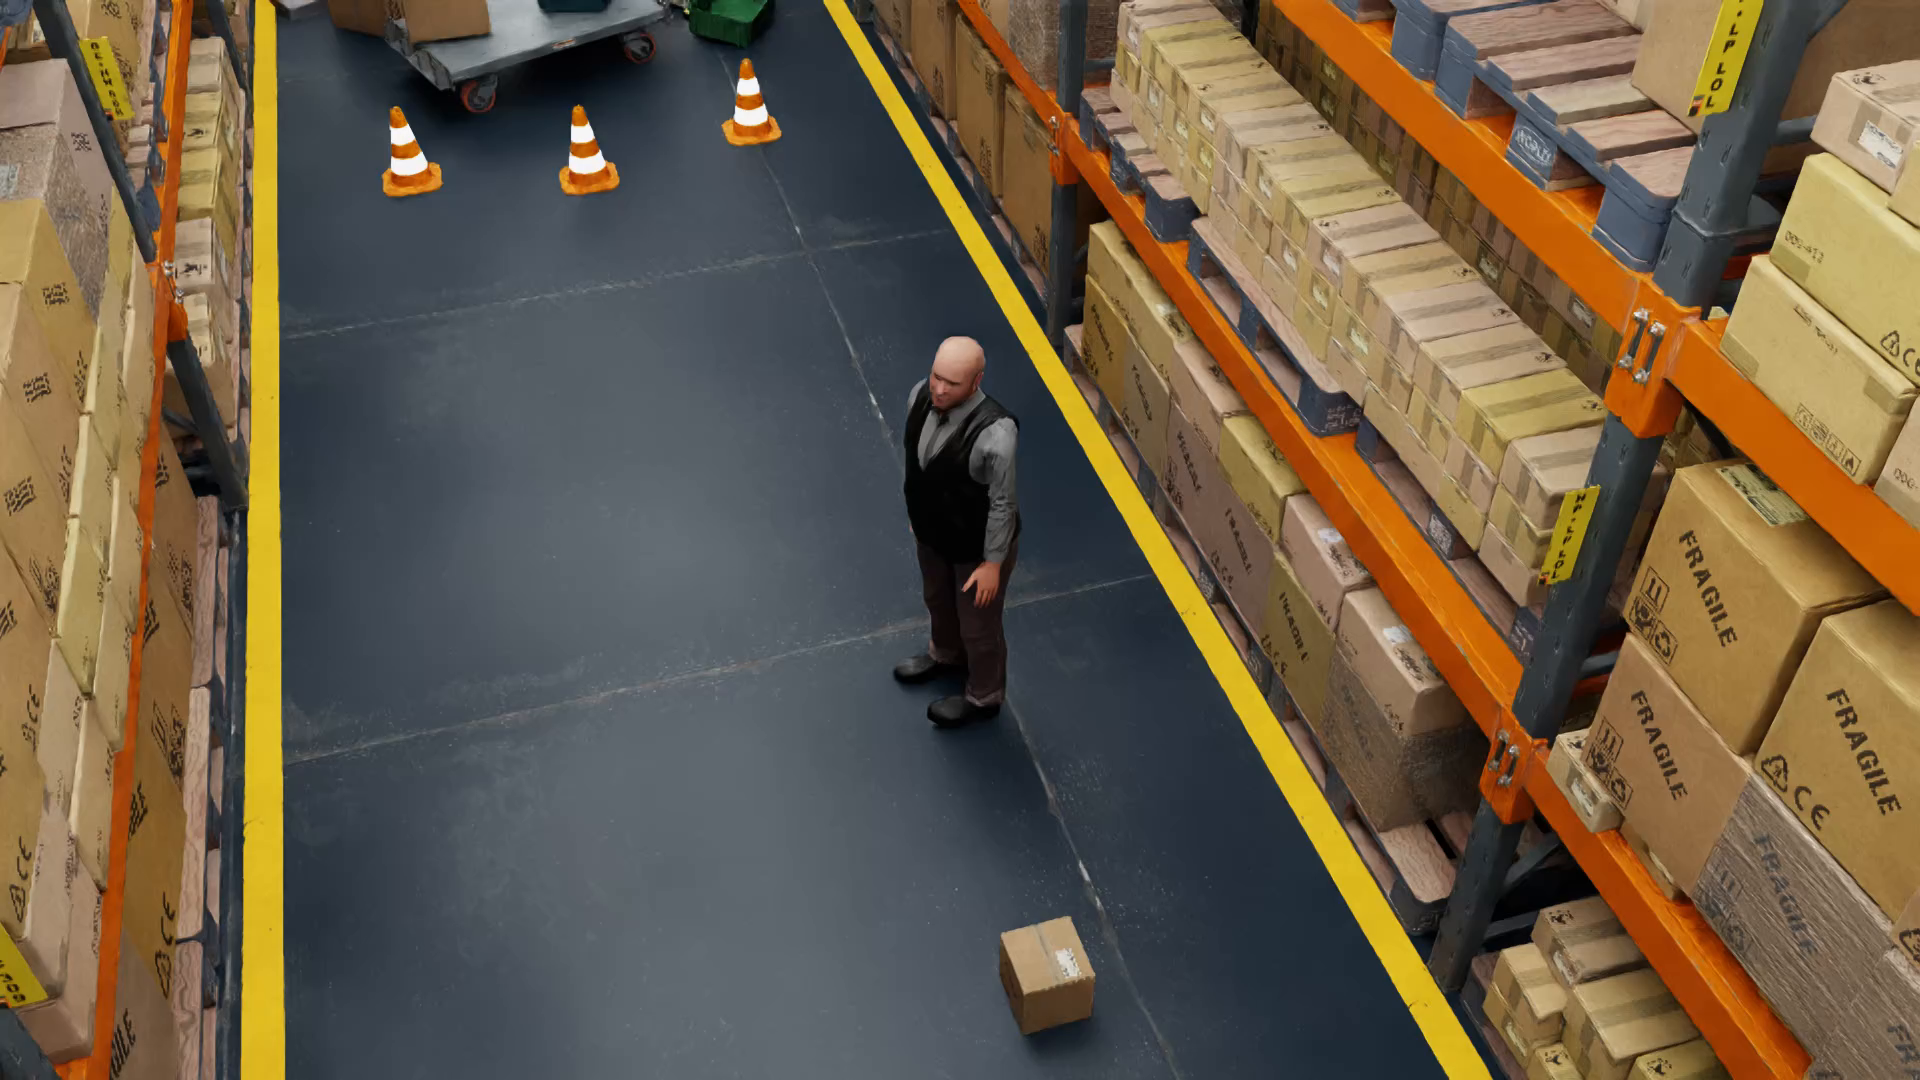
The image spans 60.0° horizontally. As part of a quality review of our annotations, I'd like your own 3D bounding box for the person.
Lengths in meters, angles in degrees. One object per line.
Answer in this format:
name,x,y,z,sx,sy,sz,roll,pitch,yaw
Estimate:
person,-0.011,-0.018,6.162,0.380,1.732,0.587,-28,49,-28
